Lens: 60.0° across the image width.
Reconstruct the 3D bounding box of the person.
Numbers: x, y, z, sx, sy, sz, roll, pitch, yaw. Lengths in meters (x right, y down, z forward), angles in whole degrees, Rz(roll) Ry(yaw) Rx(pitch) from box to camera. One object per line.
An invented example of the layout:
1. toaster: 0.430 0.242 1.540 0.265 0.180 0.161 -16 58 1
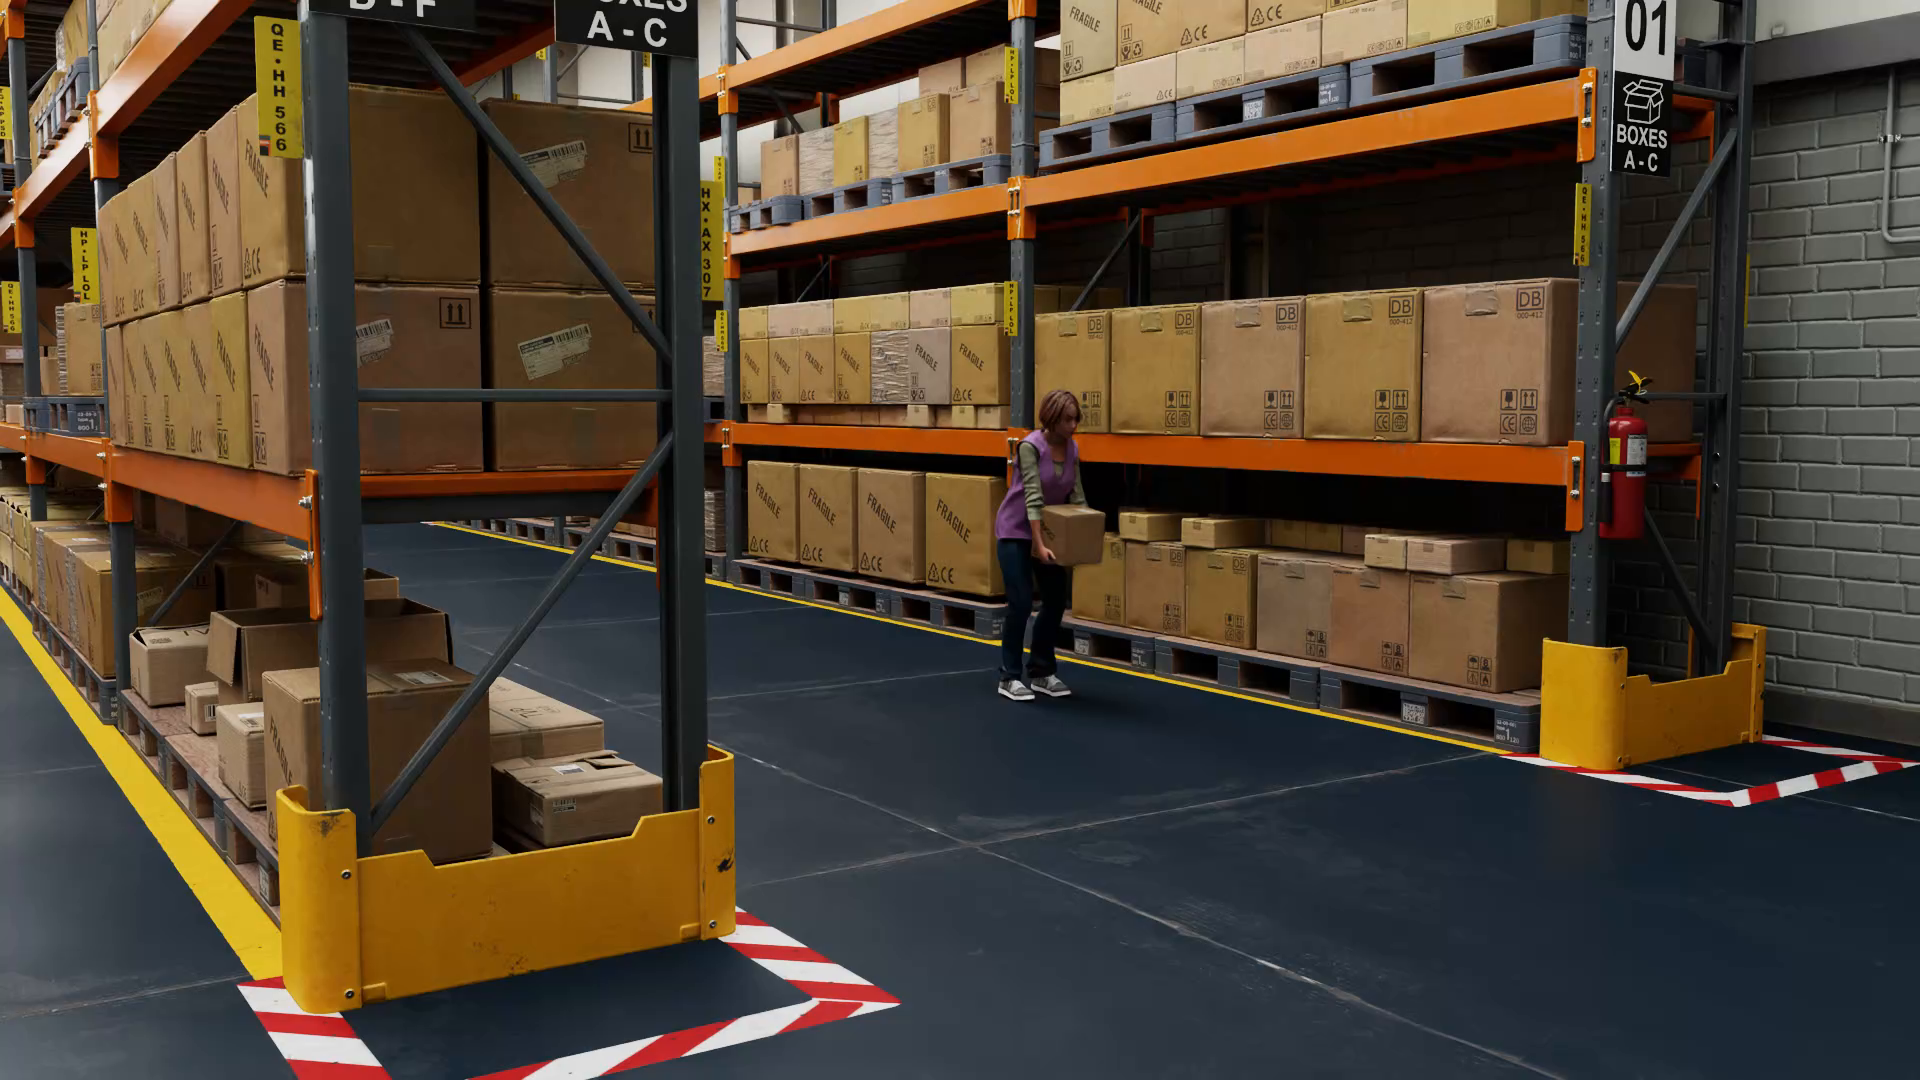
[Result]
1. person: 0.410 0.002 8.304 0.397 1.598 0.492 -3 6 -34
